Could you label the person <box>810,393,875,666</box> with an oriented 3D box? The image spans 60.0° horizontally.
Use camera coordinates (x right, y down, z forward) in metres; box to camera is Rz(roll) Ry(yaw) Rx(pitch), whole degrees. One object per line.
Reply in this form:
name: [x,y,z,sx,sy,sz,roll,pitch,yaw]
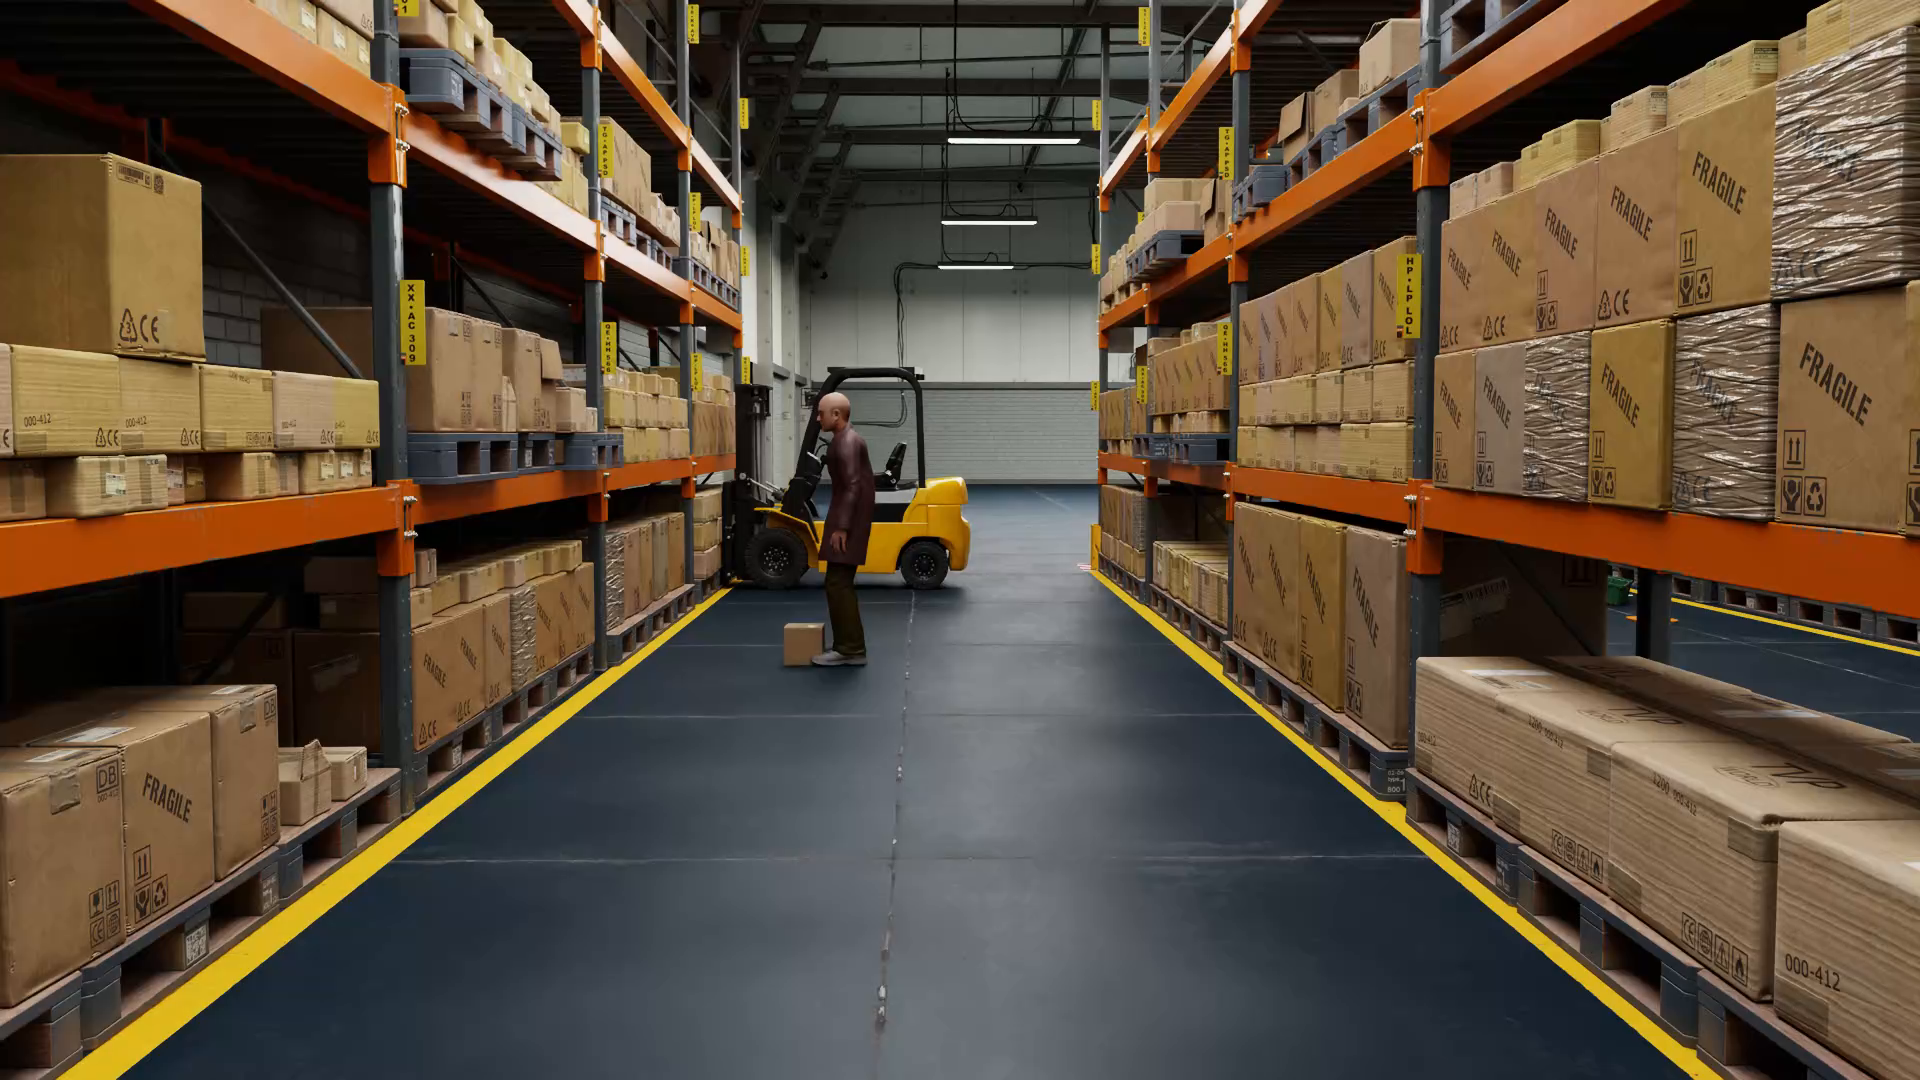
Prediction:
person: [-0.770,-0.075,10.882,0.429,1.772,0.647,0,4,-5]
